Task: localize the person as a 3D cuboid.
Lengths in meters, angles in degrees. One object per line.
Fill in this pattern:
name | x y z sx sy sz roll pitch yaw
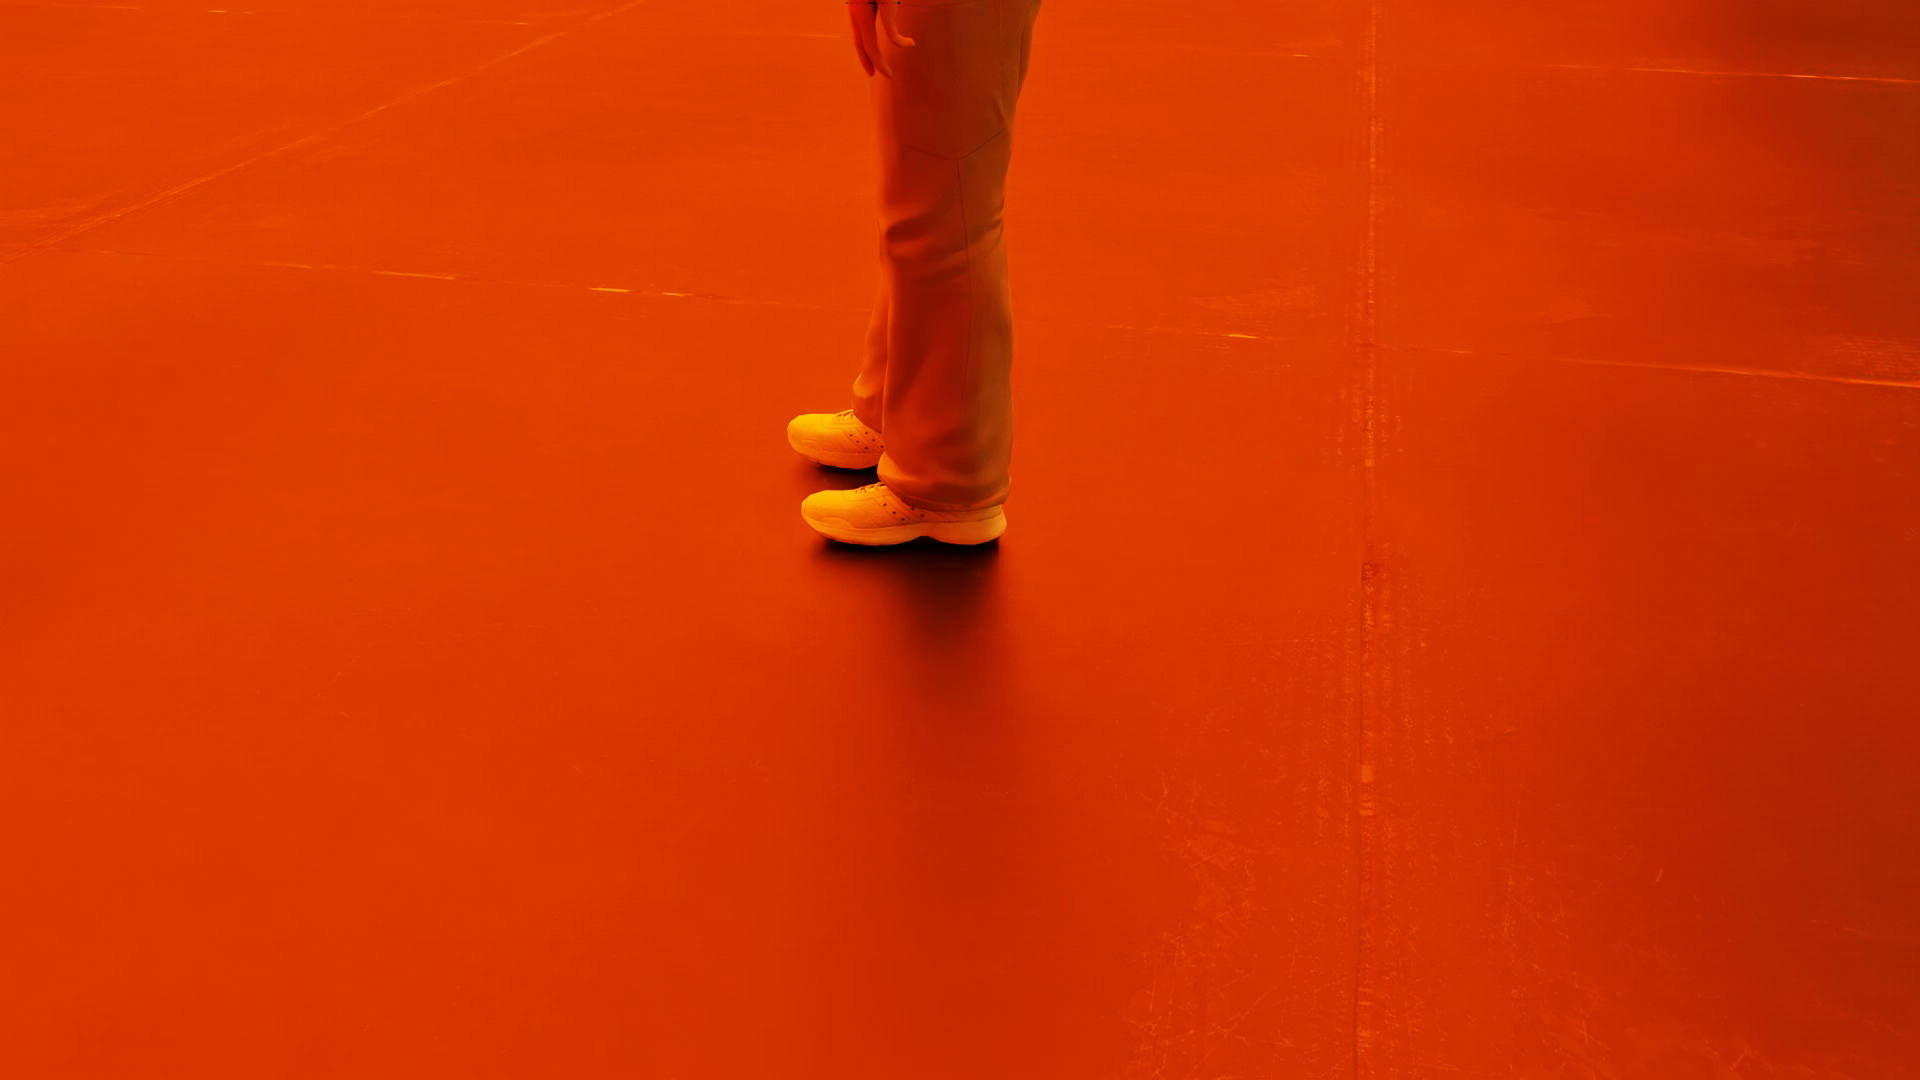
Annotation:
person | -0.069 -0.767 2.145 0.549 1.675 0.550 6 27 11
